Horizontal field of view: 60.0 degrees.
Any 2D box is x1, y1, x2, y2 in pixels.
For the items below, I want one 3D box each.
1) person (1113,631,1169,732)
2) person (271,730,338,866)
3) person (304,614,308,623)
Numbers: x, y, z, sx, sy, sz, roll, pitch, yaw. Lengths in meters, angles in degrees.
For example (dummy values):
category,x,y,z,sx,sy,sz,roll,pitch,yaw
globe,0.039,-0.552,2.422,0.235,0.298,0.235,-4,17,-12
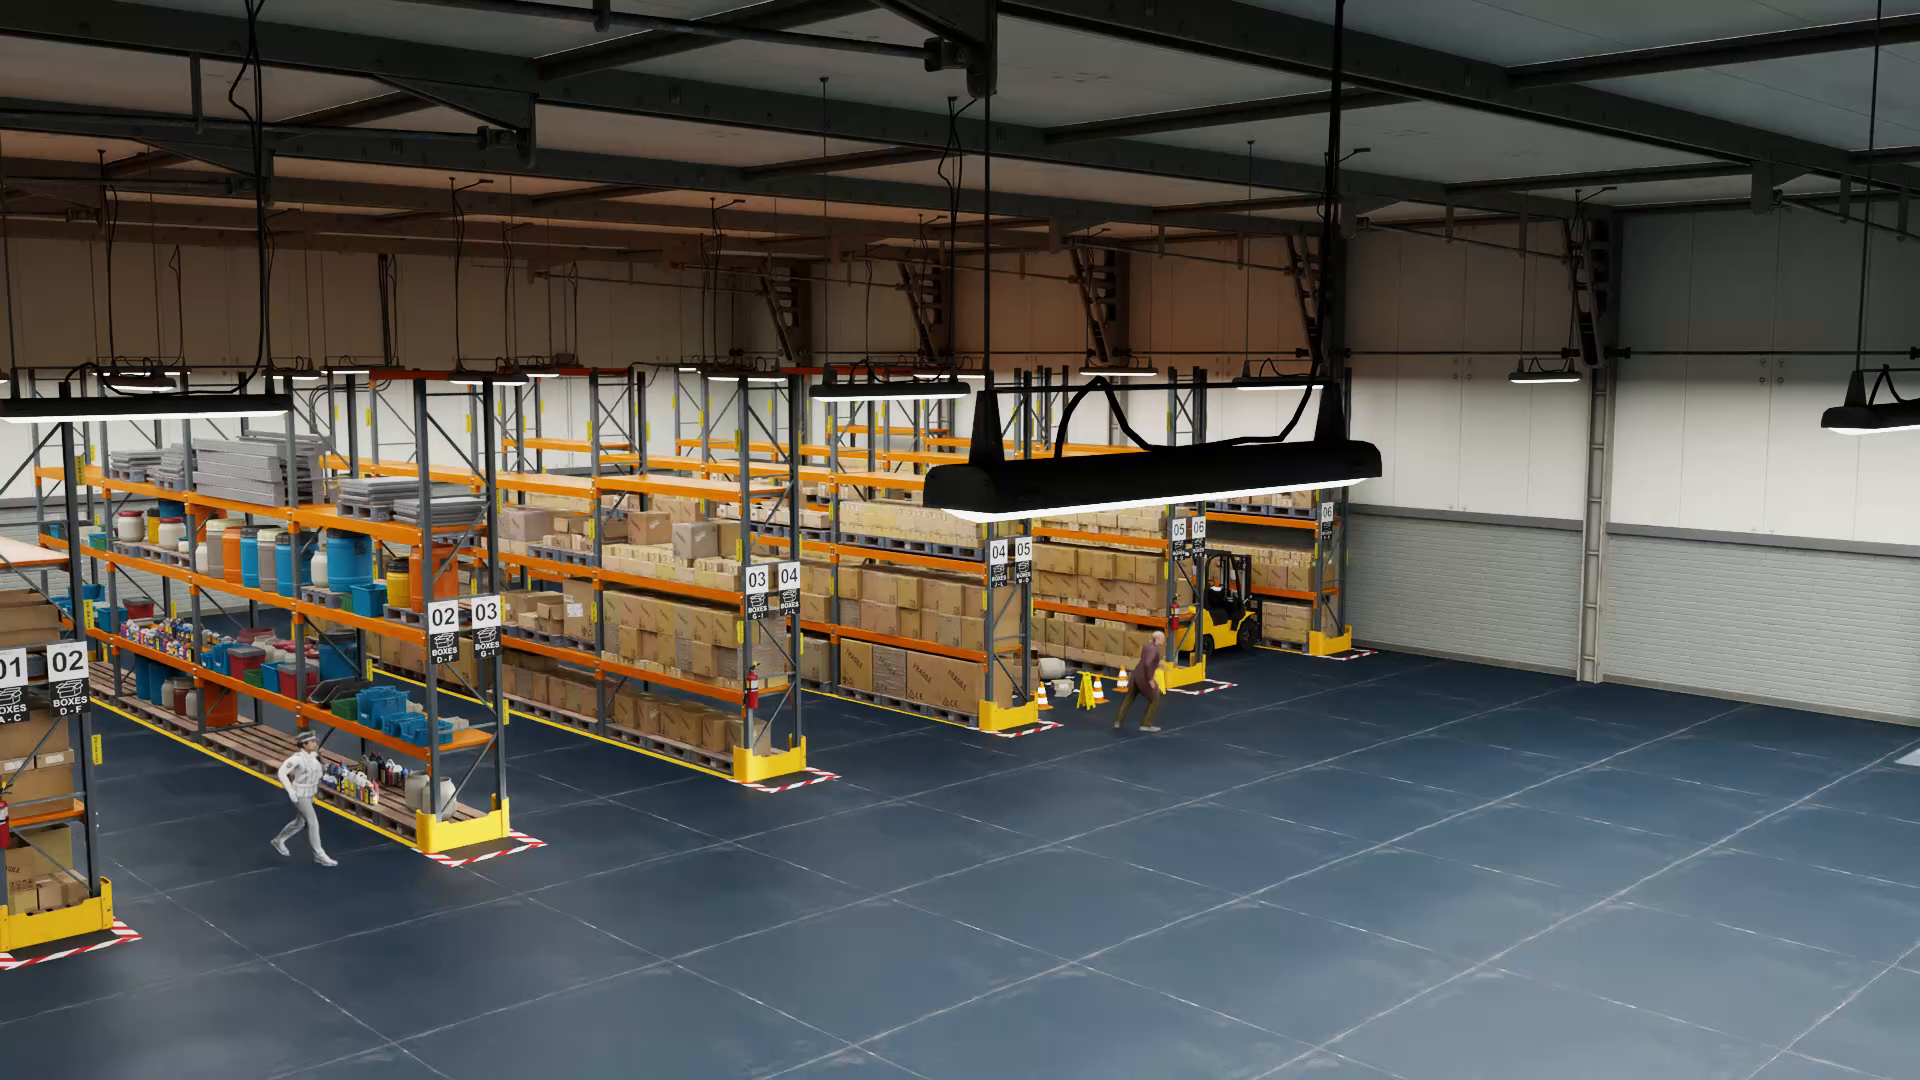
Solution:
category,x,y,z,sx,sy,sz,roll,pitch,yaw
person,3.078,2.360,27.858,0.973,1.704,0.763,-3,7,-24
person,-8.162,3.176,20.588,0.926,1.684,0.583,1,7,8
person,-14.487,1.317,37.117,0.772,1.719,0.696,-5,8,-40
